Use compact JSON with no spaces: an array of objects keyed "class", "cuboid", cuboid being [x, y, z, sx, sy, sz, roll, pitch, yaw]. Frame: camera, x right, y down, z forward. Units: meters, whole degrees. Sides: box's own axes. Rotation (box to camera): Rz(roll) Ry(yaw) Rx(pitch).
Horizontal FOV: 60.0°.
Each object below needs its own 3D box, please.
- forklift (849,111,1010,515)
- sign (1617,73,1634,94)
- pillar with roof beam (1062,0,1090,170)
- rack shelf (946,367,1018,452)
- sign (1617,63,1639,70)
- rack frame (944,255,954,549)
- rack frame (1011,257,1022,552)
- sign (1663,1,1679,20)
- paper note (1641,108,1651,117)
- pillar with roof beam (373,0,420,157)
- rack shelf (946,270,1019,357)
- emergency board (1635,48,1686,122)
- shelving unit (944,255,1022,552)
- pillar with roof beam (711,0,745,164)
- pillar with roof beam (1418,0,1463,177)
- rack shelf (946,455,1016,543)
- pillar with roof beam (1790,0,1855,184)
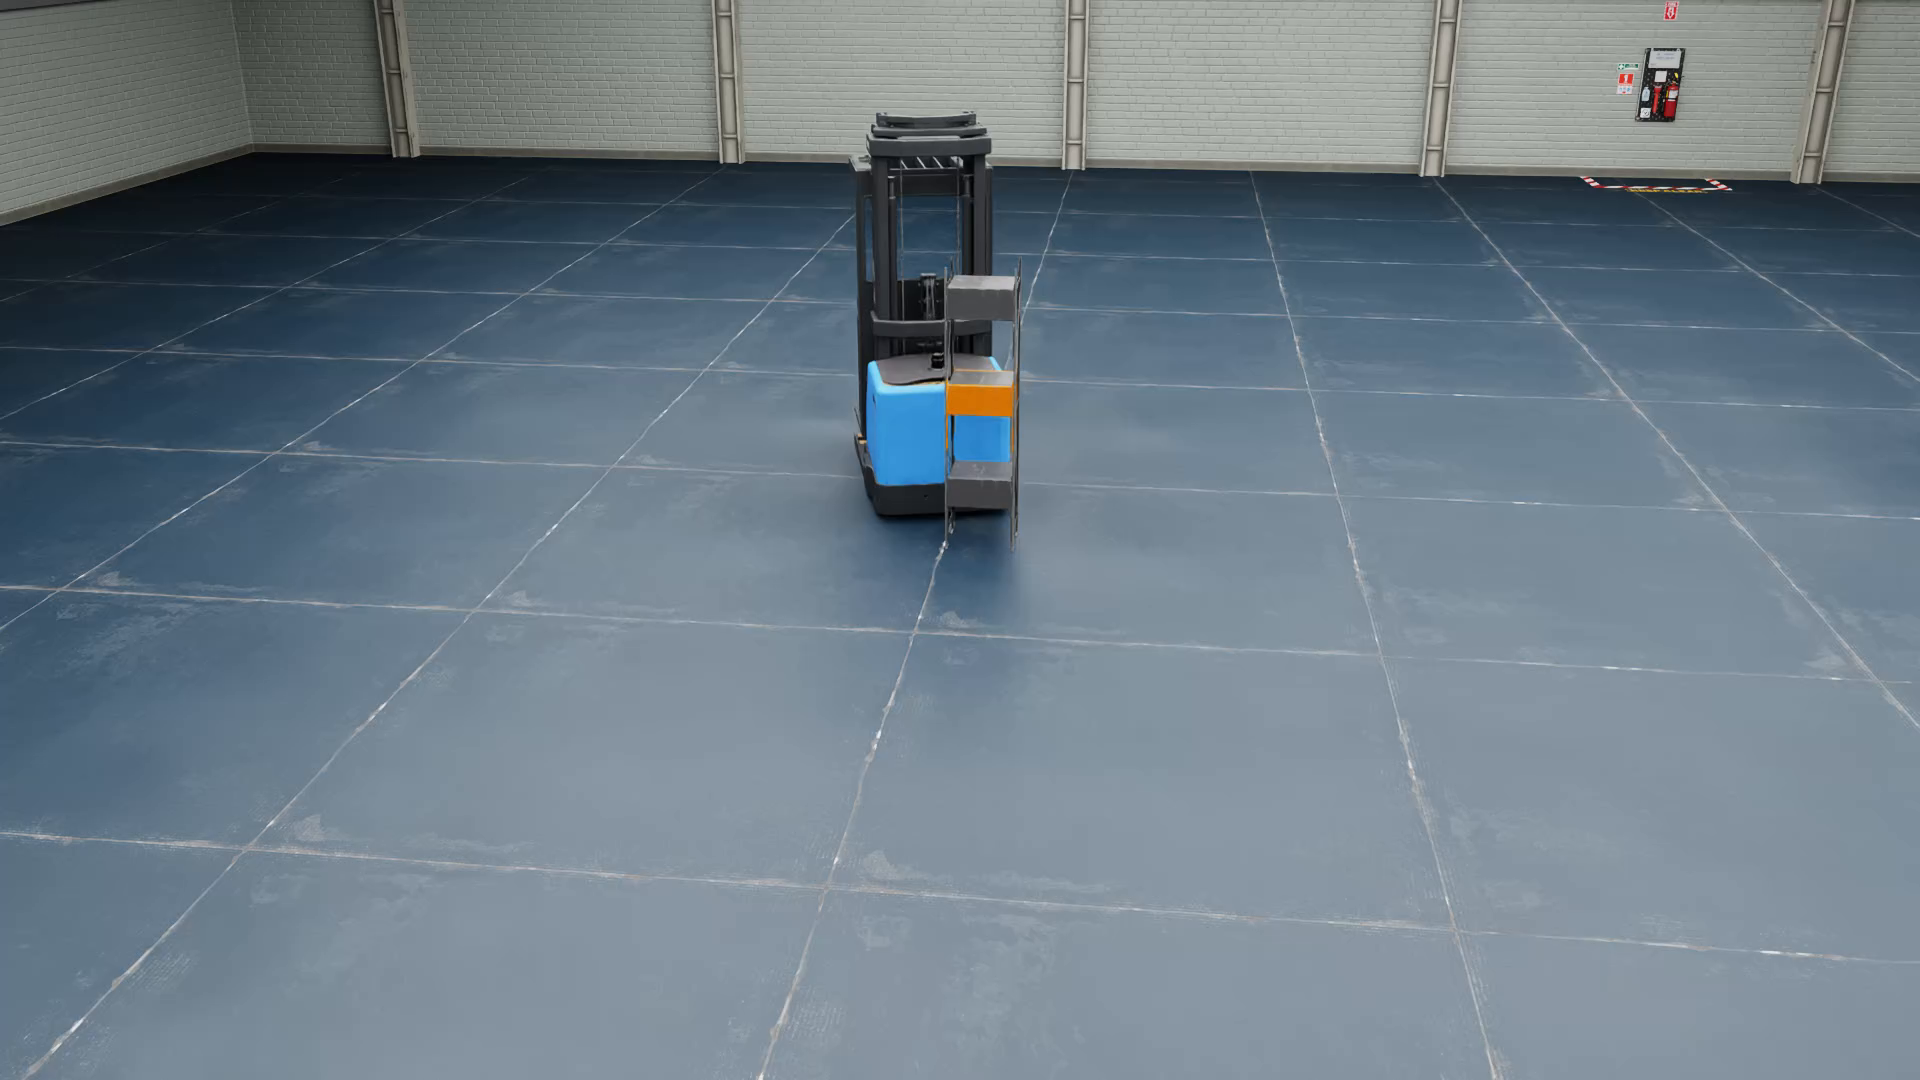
[{"class":"forklift","cuboid":[-0.316,-2.057,13.657,1.130,2.935,3.031,-3,22,-7]},{"class":"sign","cuboid":[10.888,-7.471,27.208,0.234,0.329,0.001,2,22,6]},{"class":"pillar with roof beam","cuboid":[1.451,-9.009,22.988,0.400,9.000,9.100,2,22,6]},{"class":"rack shelf","cuboid":[0.164,-0.957,12.041,0.480,0.518,0.431,2,22,6]},{"class":"sign","cuboid":[10.892,-7.714,27.102,0.331,0.109,0.001,2,22,6]},{"class":"rack frame","cuboid":[-0.078,-0.980,12.062,0.015,2.100,0.400,2,22,6]},{"class":"rack frame","cuboid":[0.407,-0.959,12.009,0.015,2.100,0.400,2,22,6]},{"class":"sign","cuboid":[11.429,-8.507,26.725,0.199,0.298,0.001,2,22,6]},{"class":"paper note","cuboid":[11.257,-7.016,27.304,0.142,0.148,0.016,2,22,6]},{"class":"pillar with roof beam","cuboid":[-10.465,-9.528,24.301,0.400,9.000,9.100,2,22,6]},{"class":"rack shelf","cuboid":[0.164,-1.608,11.783,0.480,0.518,0.431,2,22,6]},{"class":"emergency board","cuboid":[11.425,-7.393,27.059,0.643,1.169,0.194,2,22,6]},{"class":"shelving unit","cuboid":[0.164,-0.969,12.036,0.503,2.100,0.431,2,22,6]},{"class":"pillar with roof beam","cuboid":[-4.507,-9.269,23.644,0.400,9.000,9.100,2,22,6]},{"class":"pillar with roof beam","cuboid":[7.410,-8.749,22.331,0.400,9.000,9.100,2,22,6]},{"class":"rack shelf","cuboid":[0.164,-0.306,12.298,0.480,0.518,0.431,2,22,6]},{"class":"pillar with roof beam","cuboid":[13.368,-8.490,21.674,0.400,9.000,9.100,2,22,6]}]
